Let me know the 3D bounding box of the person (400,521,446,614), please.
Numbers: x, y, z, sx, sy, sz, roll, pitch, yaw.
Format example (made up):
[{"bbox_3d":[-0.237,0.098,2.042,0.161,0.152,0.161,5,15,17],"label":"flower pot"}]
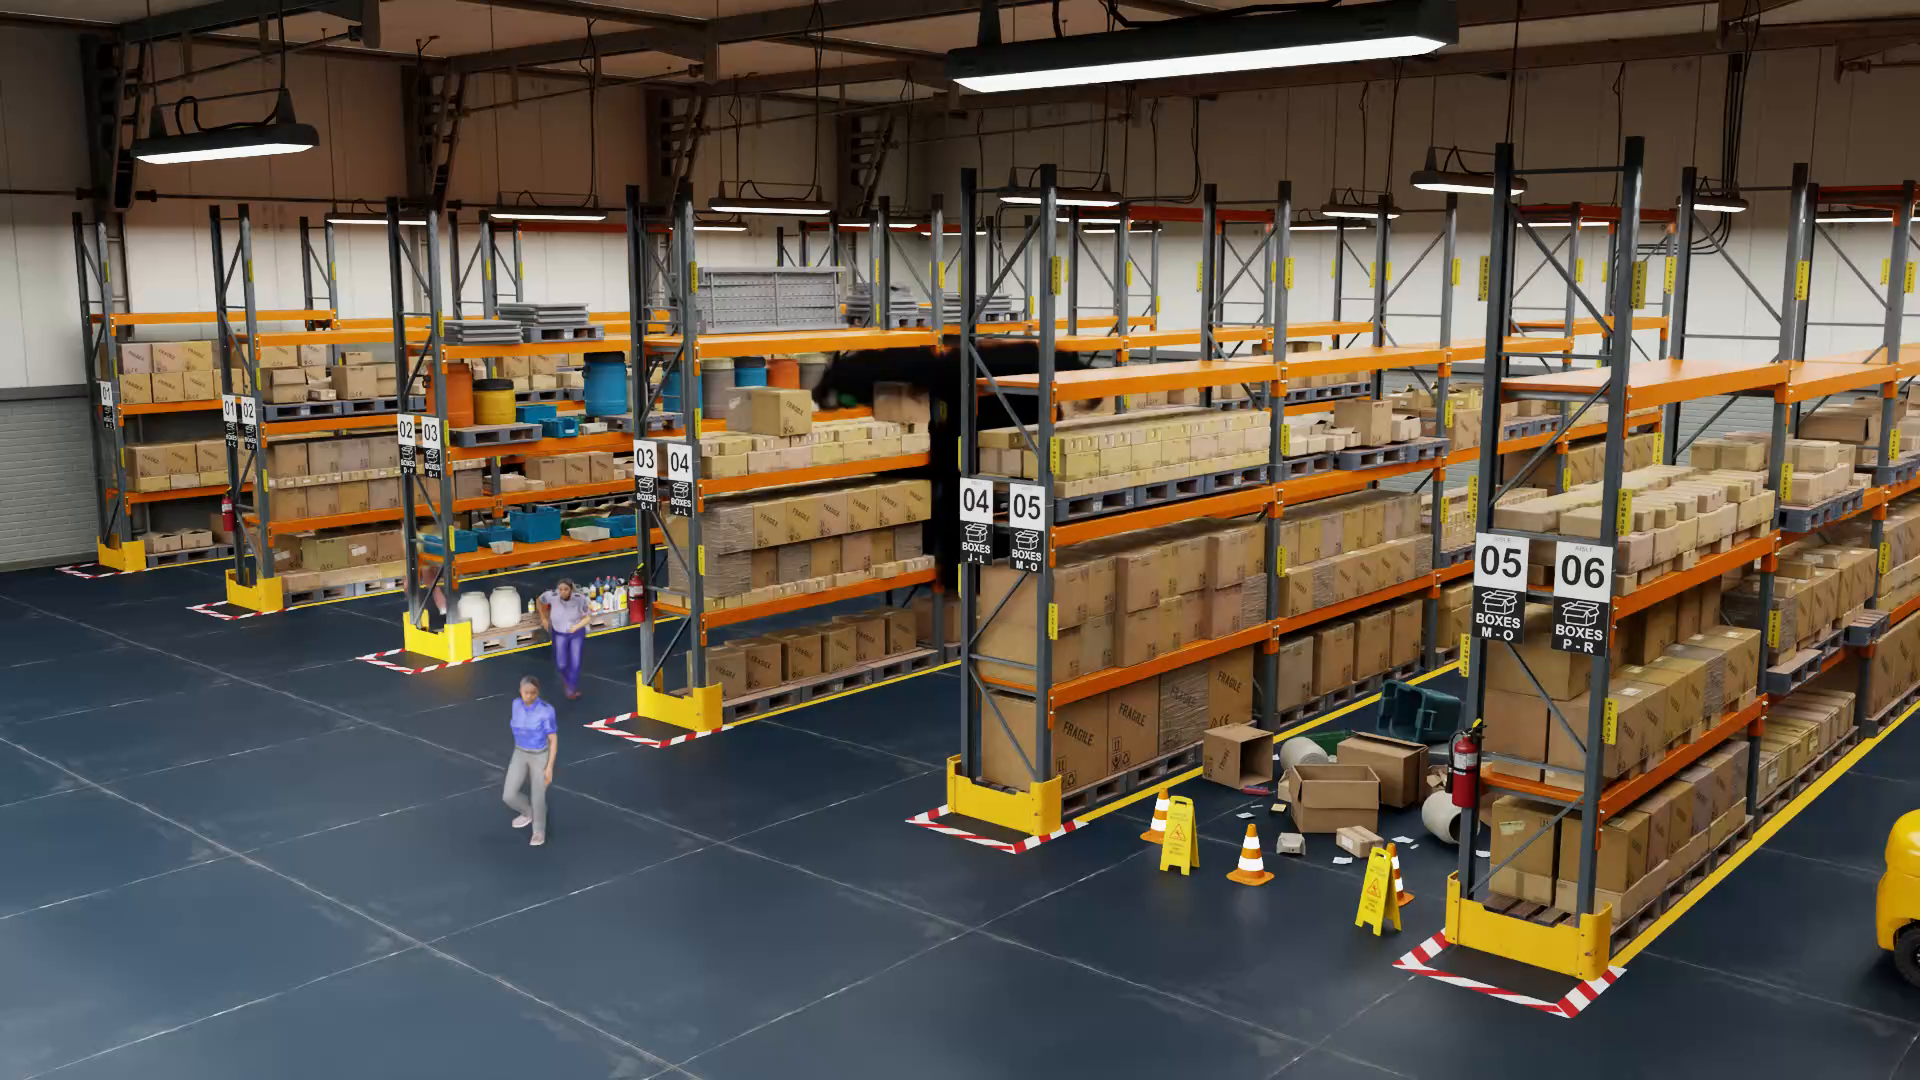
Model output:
[{"bbox_3d":[-7.747,0.436,24.048,0.624,1.623,0.942,3,10,16],"label":"person"}]

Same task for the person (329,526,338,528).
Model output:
[{"bbox_3d":[-10.511,-0.252,27.790,0.579,1.680,0.948,7,12,36],"label":"person"}]

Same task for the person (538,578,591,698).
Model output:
[{"bbox_3d":[-4.658,1.197,19.620,0.613,1.461,0.806,-2,10,-10],"label":"person"}]

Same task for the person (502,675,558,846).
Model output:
[{"bbox_3d":[-3.818,1.941,14.831,0.632,1.611,0.552,3,10,15],"label":"person"}]
